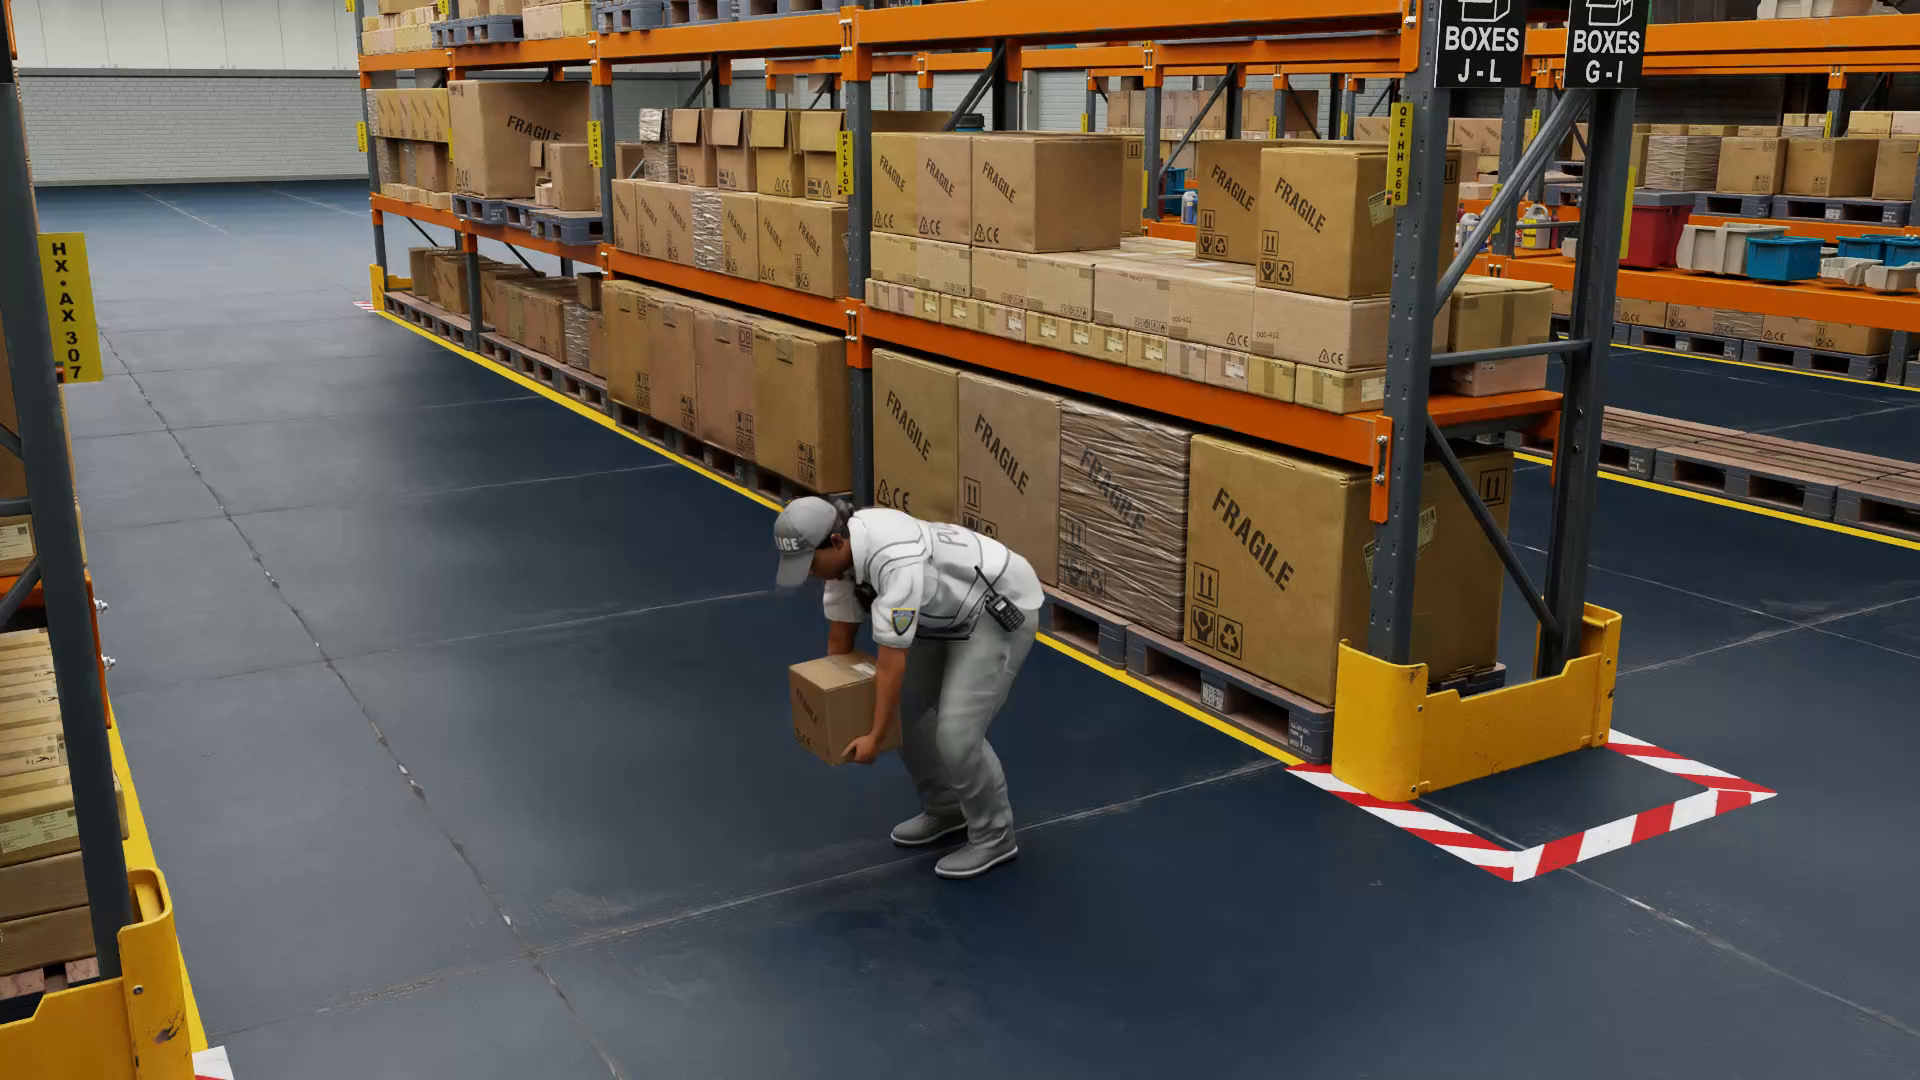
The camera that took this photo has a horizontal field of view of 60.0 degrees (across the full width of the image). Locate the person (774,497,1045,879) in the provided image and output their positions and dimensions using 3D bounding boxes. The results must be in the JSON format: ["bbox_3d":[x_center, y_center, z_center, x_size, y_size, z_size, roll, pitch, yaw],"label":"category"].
[{"bbox_3d":[-0.176,0.435,5.184,0.870,1.258,0.474,-9,18,-32],"label":"person"}]
